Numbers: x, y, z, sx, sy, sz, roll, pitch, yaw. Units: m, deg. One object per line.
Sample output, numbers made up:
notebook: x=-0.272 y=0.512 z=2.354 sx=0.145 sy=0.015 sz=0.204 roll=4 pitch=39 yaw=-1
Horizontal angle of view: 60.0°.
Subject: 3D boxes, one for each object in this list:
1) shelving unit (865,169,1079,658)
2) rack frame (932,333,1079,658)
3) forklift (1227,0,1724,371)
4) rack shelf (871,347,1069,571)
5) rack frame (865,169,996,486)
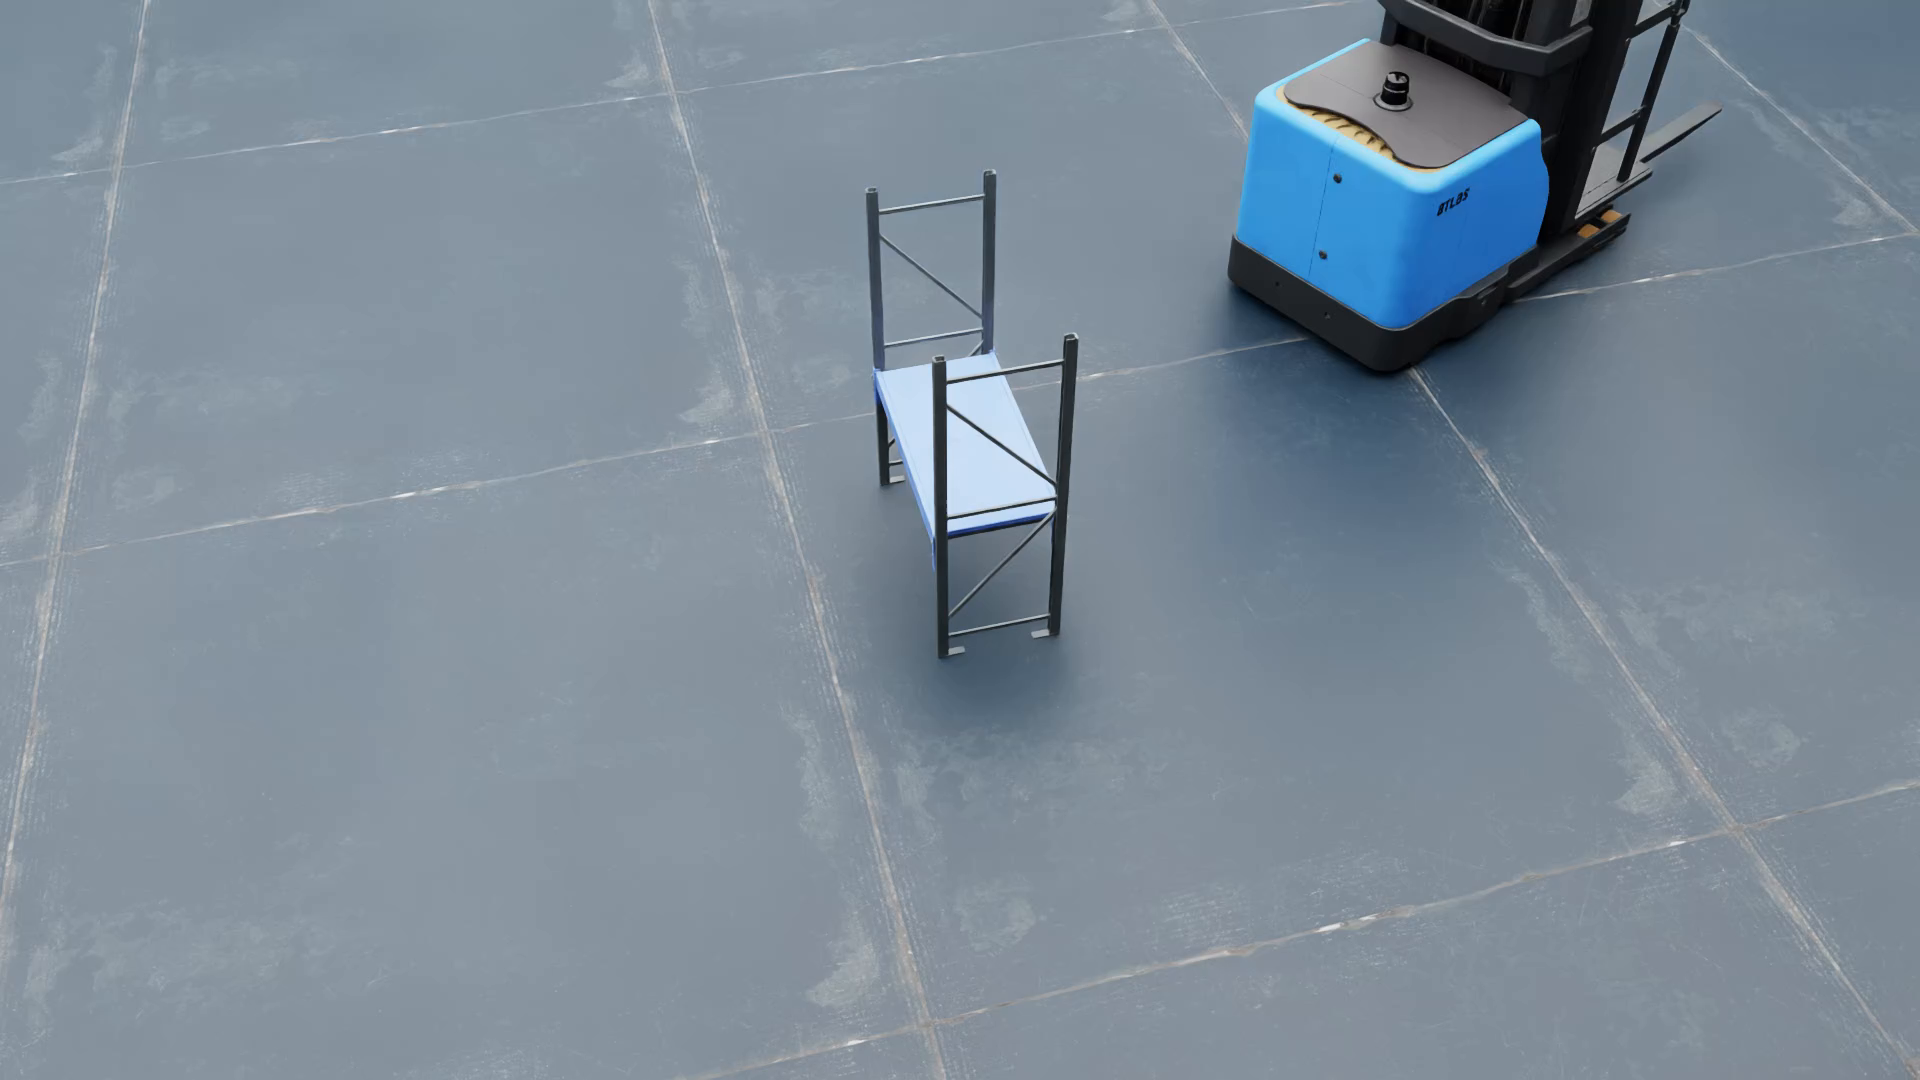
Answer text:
shelving unit: x=0.022 y=-0.466 z=6.407 sx=0.538 sy=1.500 sz=1.048 roll=-11 pitch=47 yaw=-10
rack frame: x=0.152 y=-0.115 z=6.063 sx=0.500 sy=1.500 sz=0.032 roll=-11 pitch=47 yaw=-10
forklift: x=2.765 y=-2.707 z=7.601 sx=3.031 sy=2.935 sz=1.130 roll=-31 pitch=53 yaw=-27
rack shelf: x=0.022 y=-0.340 z=6.536 sx=0.538 sy=0.185 sz=1.000 roll=-11 pitch=47 yaw=-10
rack frame: x=-0.108 y=-0.817 z=6.751 sx=0.500 sy=1.500 sz=0.032 roll=-11 pitch=47 yaw=-10
